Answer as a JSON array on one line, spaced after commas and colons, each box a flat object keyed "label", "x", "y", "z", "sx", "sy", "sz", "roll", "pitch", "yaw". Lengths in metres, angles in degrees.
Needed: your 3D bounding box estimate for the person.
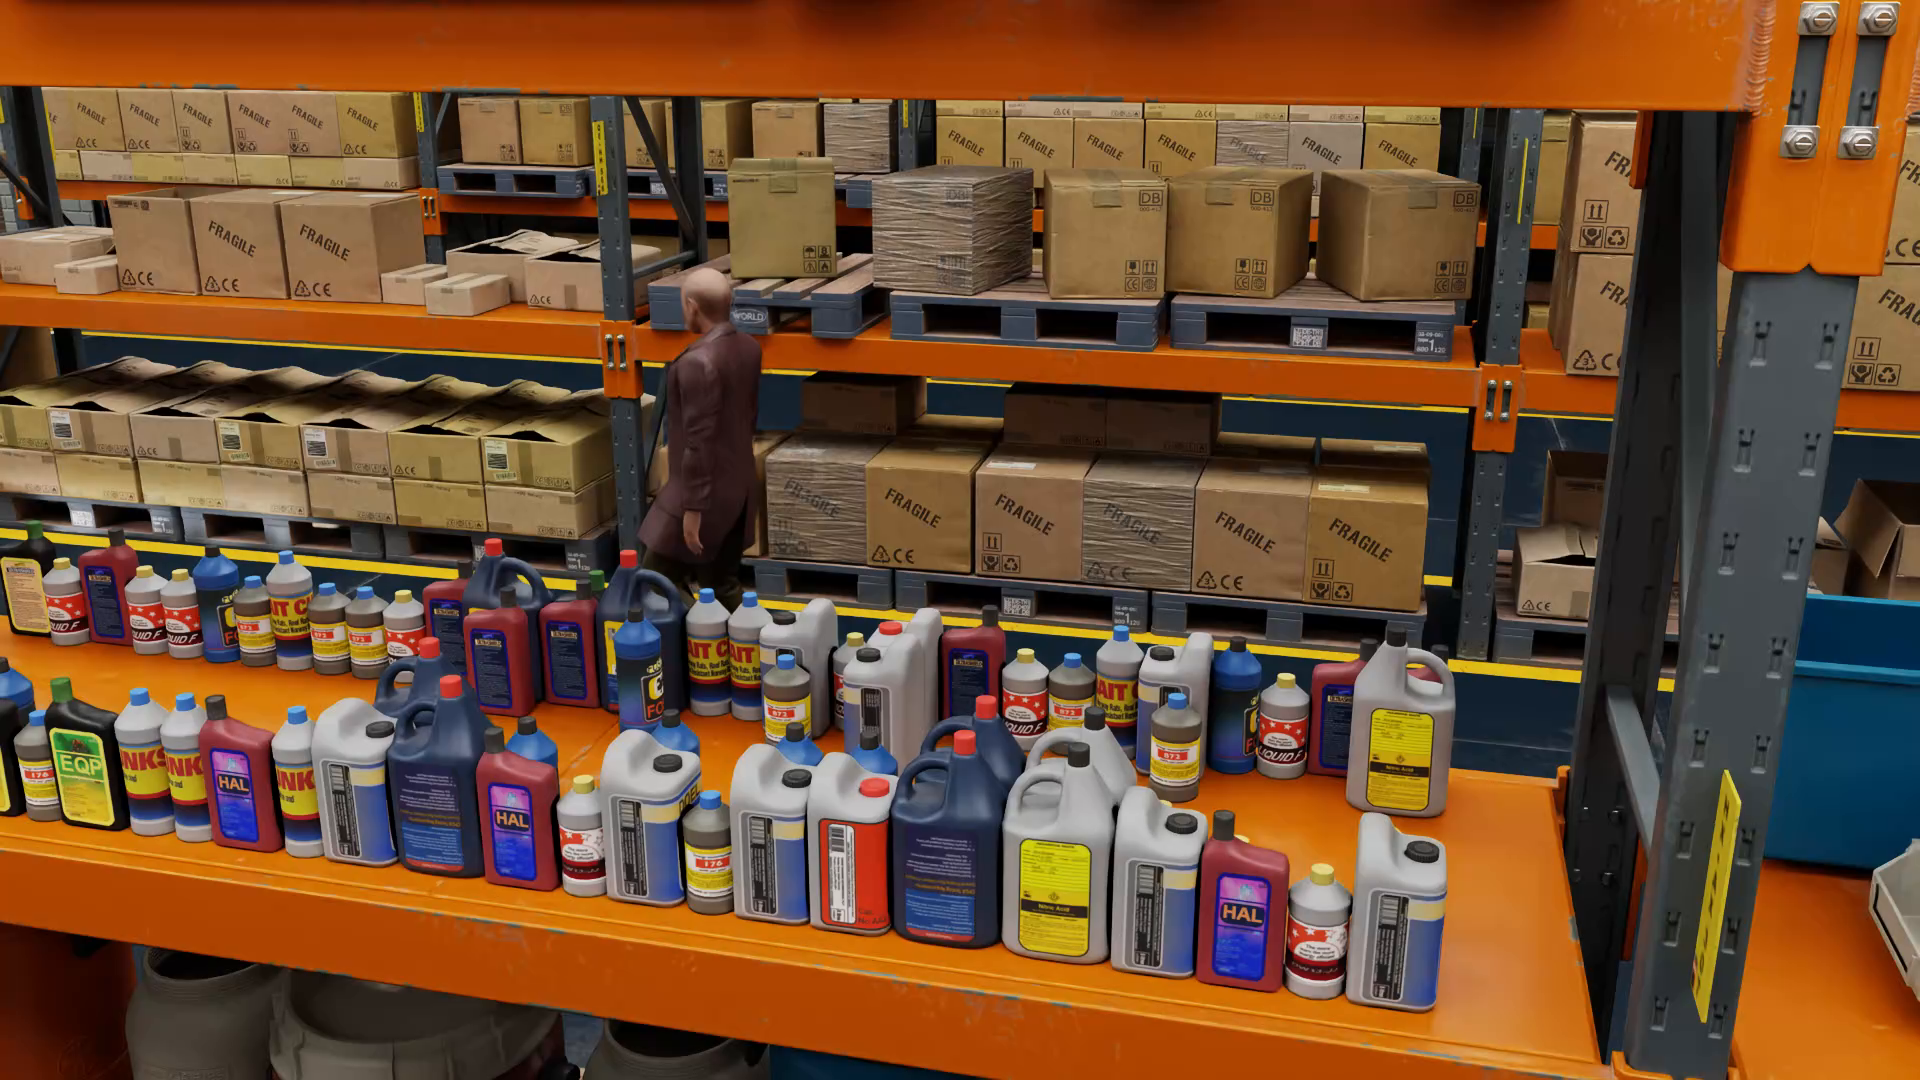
[{"label": "person", "x": -1.012, "y": -0.162, "z": 6.560, "sx": 0.450, "sy": 1.817, "sz": 0.623, "roll": 6, "pitch": 19, "yaw": 18}]
